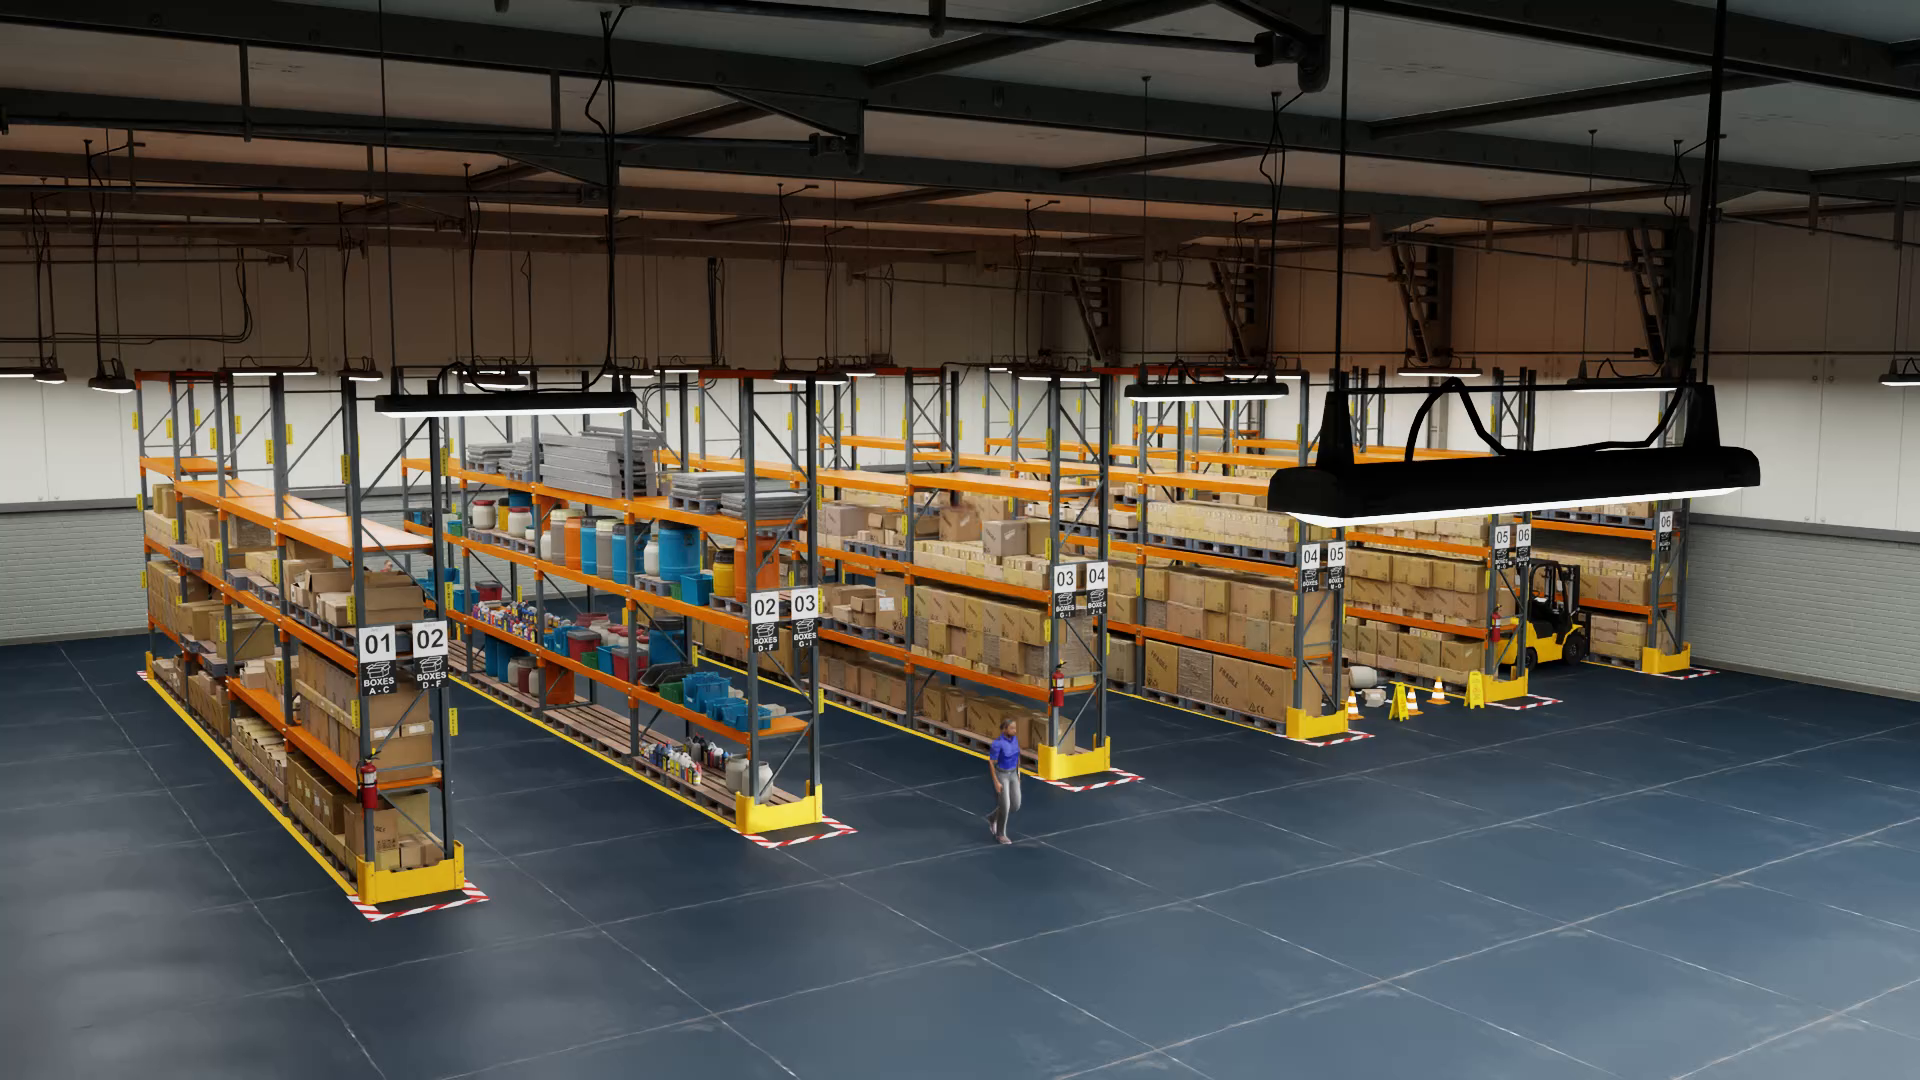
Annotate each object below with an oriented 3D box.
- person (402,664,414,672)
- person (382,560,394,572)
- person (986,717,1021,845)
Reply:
[{"bbox_3d":[-9.693,2.186,29.414,0.521,1.680,0.485,-1,6,-6],"label":"person"},{"bbox_3d":[-12.782,1.270,37.261,1.104,1.650,0.549,2,7,14],"label":"person"},{"bbox_3d":[0.549,3.098,21.610,0.504,1.637,0.545,6,9,44],"label":"person"}]
